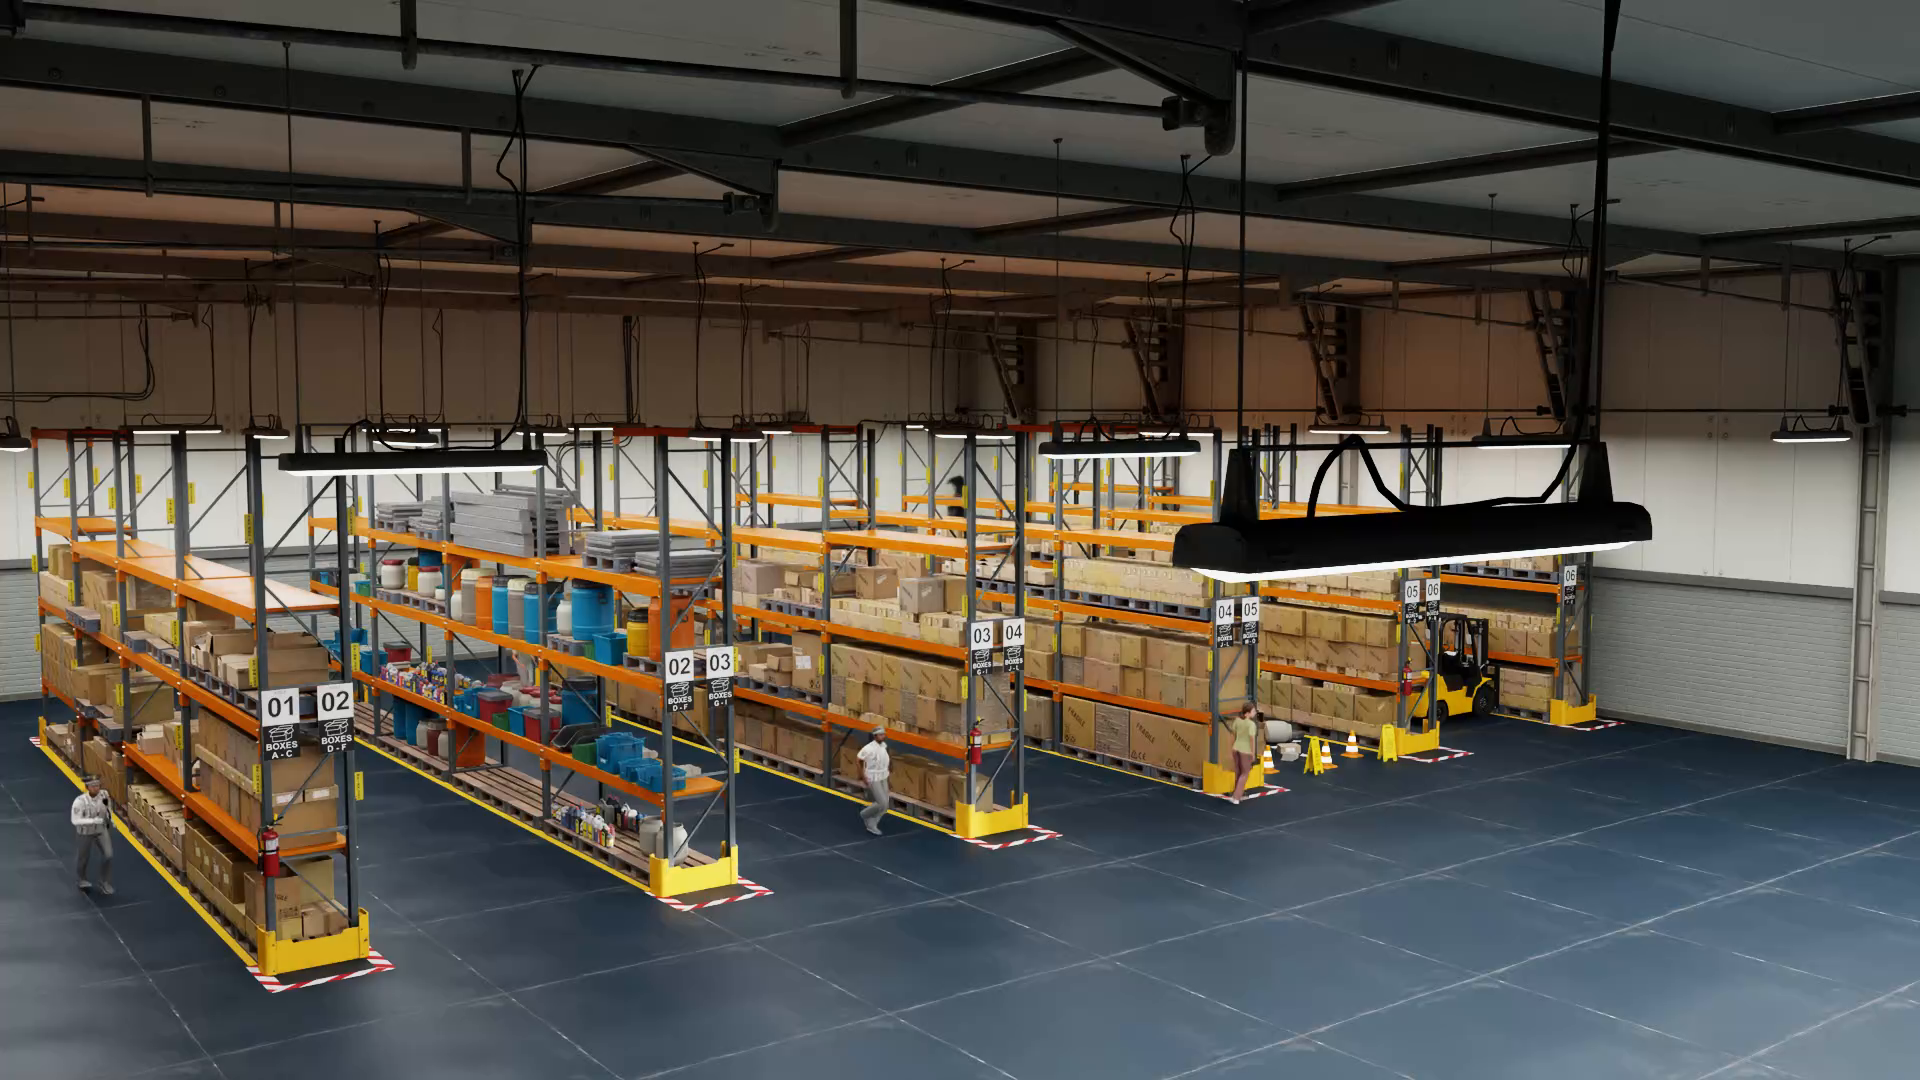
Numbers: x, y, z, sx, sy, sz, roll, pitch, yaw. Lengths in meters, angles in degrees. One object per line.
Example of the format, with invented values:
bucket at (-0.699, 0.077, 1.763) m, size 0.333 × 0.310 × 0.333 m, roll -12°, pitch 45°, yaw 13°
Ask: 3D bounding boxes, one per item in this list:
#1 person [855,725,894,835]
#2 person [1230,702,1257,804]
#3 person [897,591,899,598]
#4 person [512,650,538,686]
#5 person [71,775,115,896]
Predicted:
person at (-1.223, 3.570, 24.776) m, size 0.571 × 1.657 × 0.595 m, roll 3°, pitch 6°, yaw 37°
person at (4.602, 3.412, 26.668) m, size 0.520 × 1.666 × 0.533 m, roll -4°, pitch 6°, yaw -38°
person at (-1.914, 1.891, 45.686) m, size 0.579 × 1.804 × 0.838 m, roll 3°, pitch 5°, yaw 34°
person at (-9.382, 2.739, 35.705) m, size 0.563 × 1.604 × 0.608 m, roll -4°, pitch 6°, yaw -43°
person at (-11.295, 3.825, 21.666) m, size 0.594 × 1.634 × 0.921 m, roll -4°, pitch 6°, yaw -45°
